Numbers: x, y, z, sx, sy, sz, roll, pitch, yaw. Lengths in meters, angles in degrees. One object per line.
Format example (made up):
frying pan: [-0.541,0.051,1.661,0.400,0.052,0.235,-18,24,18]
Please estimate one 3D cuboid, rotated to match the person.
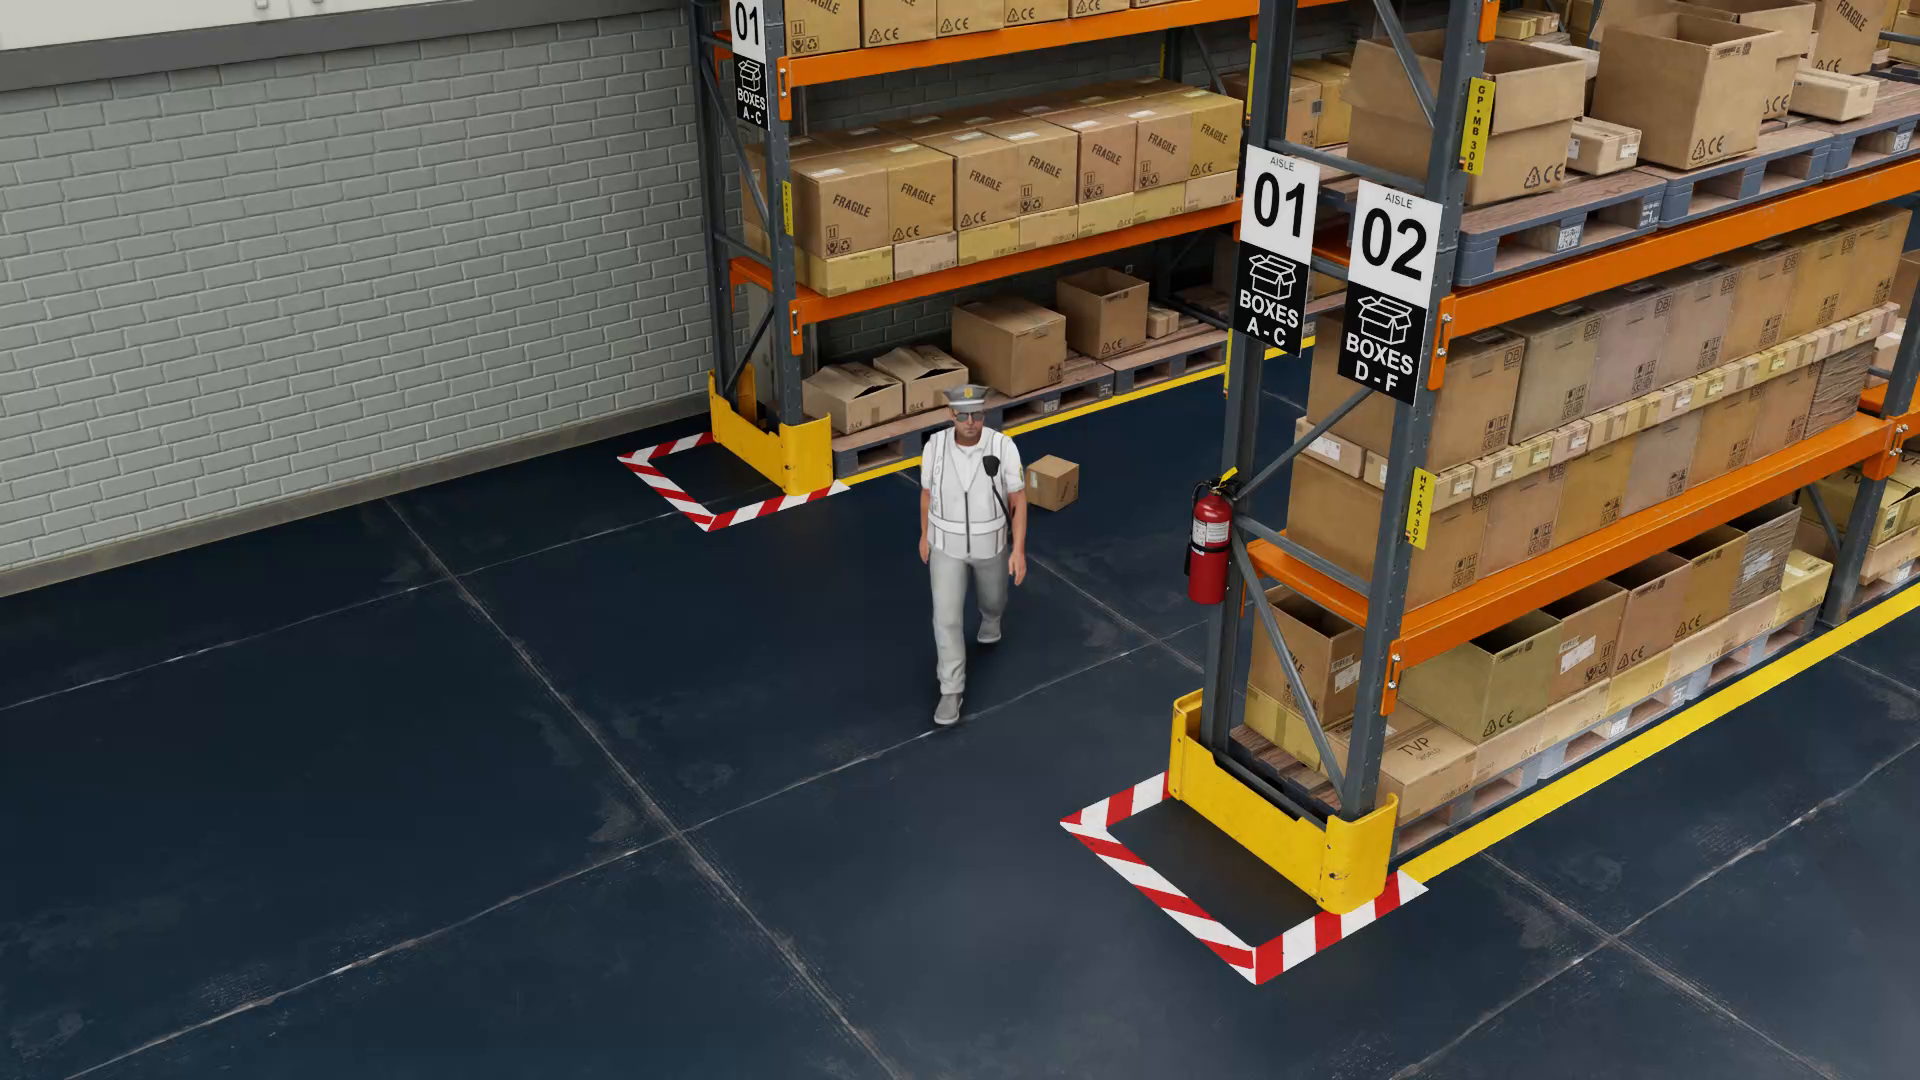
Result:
person: [0.062,-0.007,8.608,0.564,1.724,1.031,0,28,0]
